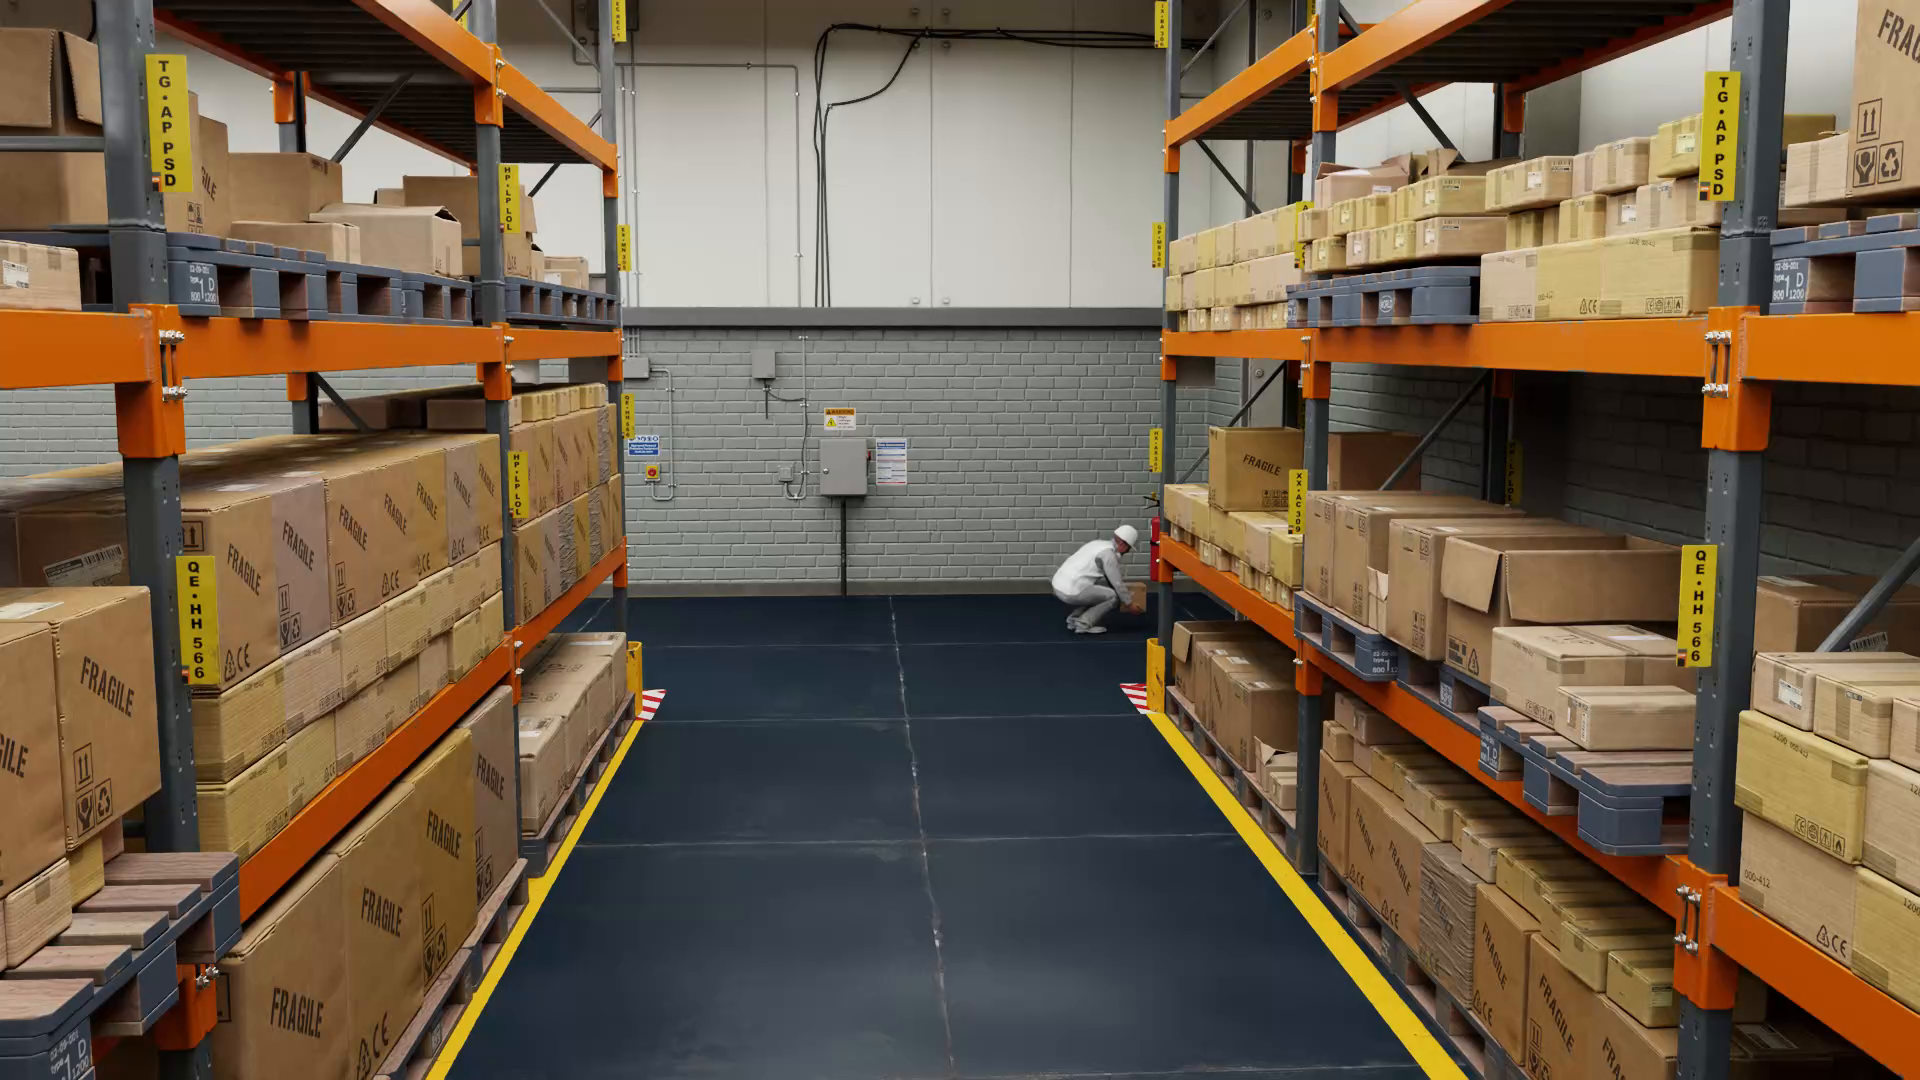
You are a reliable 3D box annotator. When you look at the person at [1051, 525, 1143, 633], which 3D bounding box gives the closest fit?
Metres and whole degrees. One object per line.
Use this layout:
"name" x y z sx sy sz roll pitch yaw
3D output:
"person" 1.299 0.370 15.795 0.848 1.011 0.537 0 7 -4
